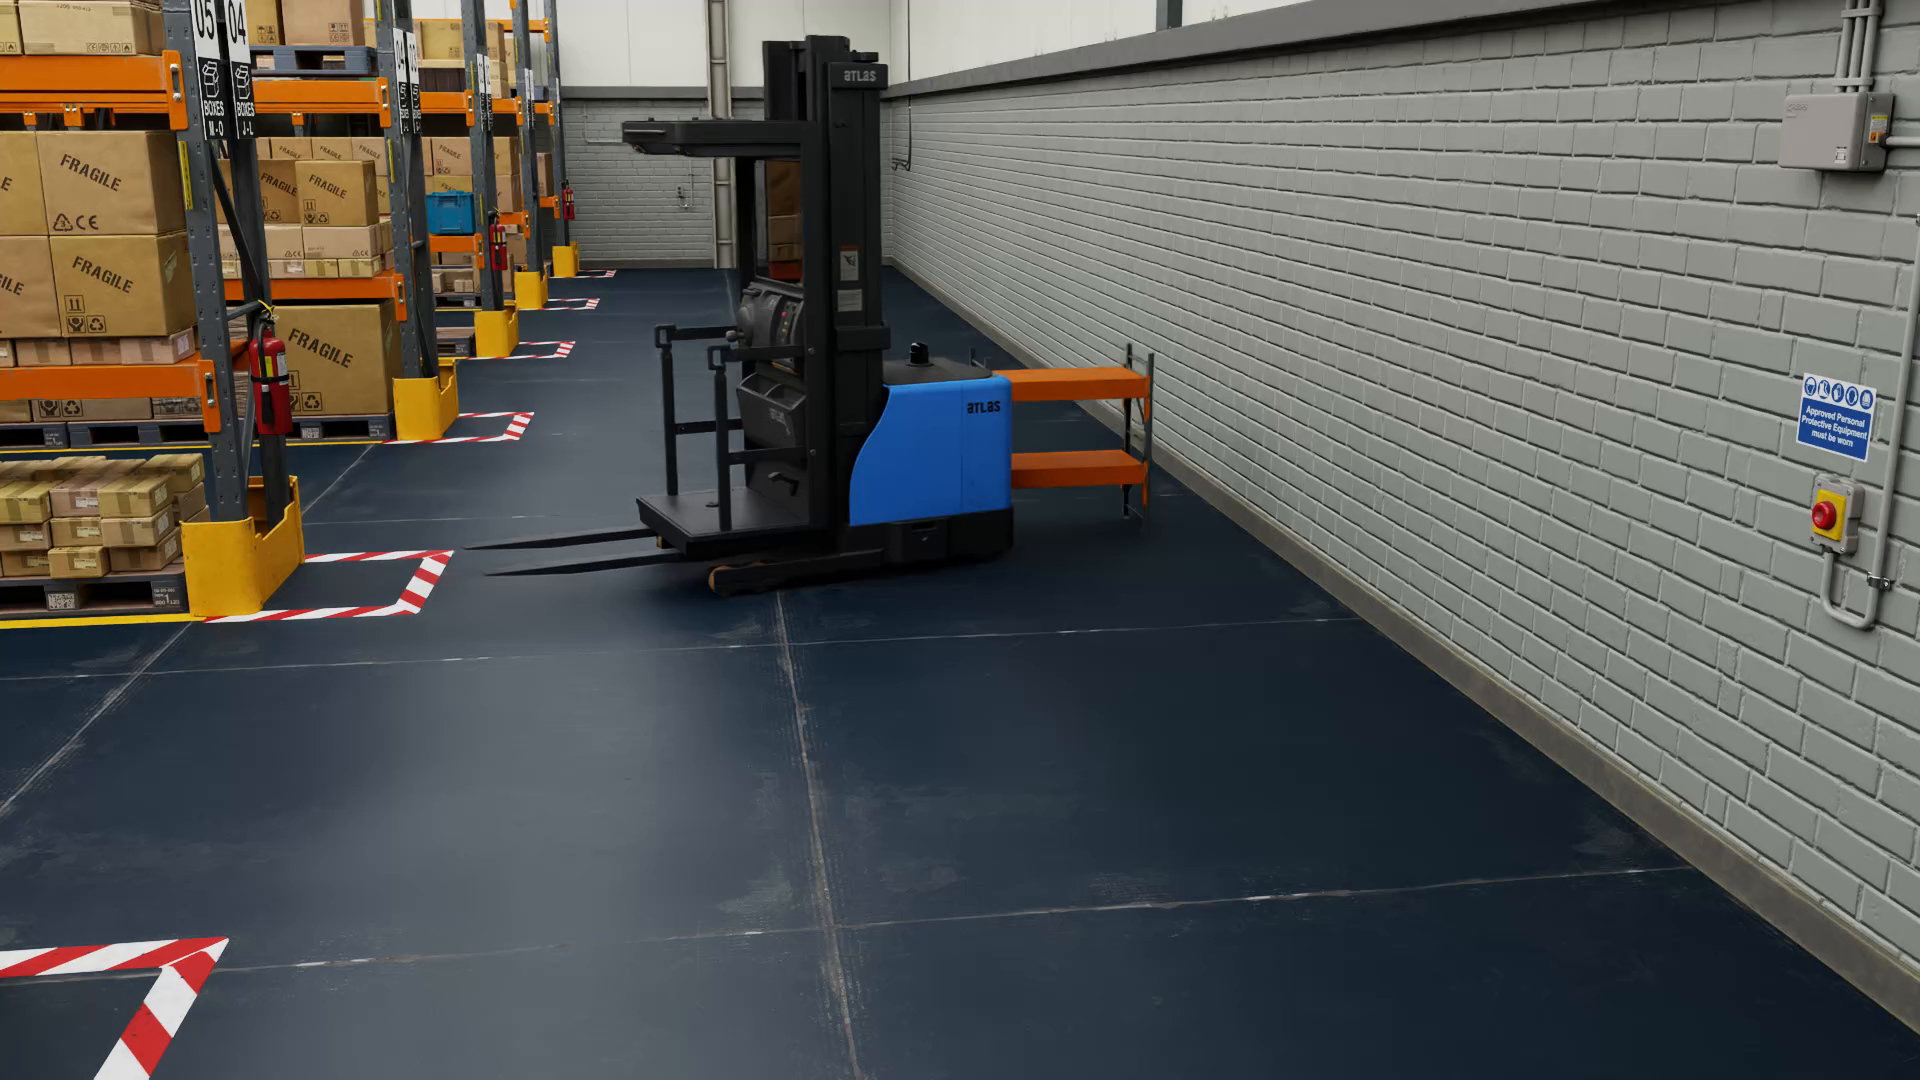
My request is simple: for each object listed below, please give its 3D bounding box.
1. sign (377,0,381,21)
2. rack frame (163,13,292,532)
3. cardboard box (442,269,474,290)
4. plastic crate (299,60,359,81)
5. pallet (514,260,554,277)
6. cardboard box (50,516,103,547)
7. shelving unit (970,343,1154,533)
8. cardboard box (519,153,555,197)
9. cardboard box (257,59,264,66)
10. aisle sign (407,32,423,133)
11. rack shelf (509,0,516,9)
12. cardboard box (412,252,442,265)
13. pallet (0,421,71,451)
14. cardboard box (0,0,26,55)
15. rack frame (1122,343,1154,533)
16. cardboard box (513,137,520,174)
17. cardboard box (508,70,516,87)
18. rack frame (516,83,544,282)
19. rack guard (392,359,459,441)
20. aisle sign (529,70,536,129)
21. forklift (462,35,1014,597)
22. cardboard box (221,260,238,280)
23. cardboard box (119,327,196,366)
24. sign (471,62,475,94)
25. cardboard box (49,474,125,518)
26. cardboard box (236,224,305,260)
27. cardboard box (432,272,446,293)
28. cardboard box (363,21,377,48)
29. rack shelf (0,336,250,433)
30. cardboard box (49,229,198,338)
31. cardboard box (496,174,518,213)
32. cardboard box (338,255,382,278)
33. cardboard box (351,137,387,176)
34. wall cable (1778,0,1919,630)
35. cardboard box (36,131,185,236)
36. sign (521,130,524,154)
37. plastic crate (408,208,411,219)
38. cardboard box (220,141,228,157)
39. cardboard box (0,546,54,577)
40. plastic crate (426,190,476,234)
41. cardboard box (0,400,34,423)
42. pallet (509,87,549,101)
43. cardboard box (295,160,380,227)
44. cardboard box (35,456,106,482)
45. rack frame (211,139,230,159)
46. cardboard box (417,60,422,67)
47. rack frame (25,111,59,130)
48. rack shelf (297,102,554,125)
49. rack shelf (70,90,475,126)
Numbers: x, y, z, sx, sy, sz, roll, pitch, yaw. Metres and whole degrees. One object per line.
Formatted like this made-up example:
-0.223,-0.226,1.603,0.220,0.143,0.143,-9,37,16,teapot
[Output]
-4.419,-4.113,12.633,0.005,0.325,0.100,-2,14,-8,sign
-3.847,-1.201,8.846,0.127,3.000,1.000,-2,14,-8,rack frame
-7.033,-3.691,23.522,0.500,0.250,0.500,-2,14,-8,cardboard box
-6.776,-5.025,18.054,0.767,0.338,0.504,-2,14,-8,plastic crate
-7.479,-4.572,28.020,1.213,0.211,1.003,-2,14,-8,pallet
-4.593,-0.082,8.770,0.250,0.149,0.380,-2,14,-10,cardboard box
0.621,-0.625,10.401,1.048,1.125,0.538,-3,14,-11,shelving unit
-7.203,-6.097,27.751,0.700,0.700,0.980,-1,14,-6,cardboard box
-9.396,-6.219,21.967,0.500,0.250,0.500,-2,14,-8,cardboard box
-4.460,-3.734,13.600,0.004,0.787,0.394,-2,14,-8,aisle sign
-7.936,-7.268,22.189,4.000,0.370,1.077,-2,14,-8,rack shelf
-8.895,-4.857,27.697,0.500,0.500,0.700,-2,14,-7,cardboard box
-7.678,-0.909,13.414,1.213,0.211,1.003,-2,14,-8,pallet
-4.761,-2.483,8.100,0.500,0.250,0.500,-2,14,-8,cardboard box
1.120,-0.648,10.494,0.032,1.125,0.500,-3,14,-11,rack frame
-6.436,-5.362,23.175,0.500,0.500,0.500,-2,14,-7,cardboard box
-7.384,-7.517,27.101,0.500,0.250,0.500,-2,14,-7,cardboard box
-5.958,-4.781,23.120,0.127,3.000,1.000,-2,14,-8,rack frame
-4.462,-1.187,13.926,0.348,0.500,1.175,-2,14,-8,rack guard
-5.934,-6.115,23.096,0.004,0.787,0.394,-2,14,-8,aisle sign
-1.241,-1.261,9.225,3.031,2.935,1.130,-7,16,-25,forklift
-5.799,-2.147,13.132,0.250,0.149,0.380,-2,14,-10,cardboard box
-4.127,-1.000,8.559,0.250,0.149,0.380,-2,14,-8,cardboard box
-5.126,-4.862,17.491,0.005,0.325,0.100,-2,14,-8,sign
-4.590,-0.236,8.769,0.250,0.149,0.380,-2,14,-7,cardboard box
-5.427,-2.370,13.203,0.500,0.250,0.500,-2,14,-9,cardboard box
-7.403,-3.555,22.978,0.500,0.250,0.500,-2,14,-8,cardboard box
-7.958,-6.710,22.383,0.500,0.500,0.700,-2,14,-8,cardboard box
-5.825,-0.780,8.645,4.000,0.370,1.077,-2,14,-8,rack shelf
-4.253,-1.316,8.486,0.500,0.500,0.500,-2,14,-7,cardboard box
-6.361,-4.748,22.782,0.500,0.500,0.500,-2,14,-7,cardboard box
-4.789,-2.184,13.281,0.250,0.149,0.380,-2,14,-7,cardboard box
-7.877,-5.175,22.431,0.500,0.500,0.500,-2,14,-7,cardboard box
2.563,-0.732,4.823,0.123,1.953,0.585,-2,14,-8,wall cable
-4.263,-1.803,8.372,0.500,0.500,0.500,-2,14,-9,cardboard box
-5.895,-5.362,22.406,0.005,0.325,0.100,-2,14,-8,sign
-6.168,-3.584,18.567,0.300,0.233,0.416,-2,14,-8,plastic crate
-11.586,-6.299,26.773,0.500,0.250,0.500,-2,14,-7,cardboard box
-4.850,0.069,8.776,0.250,0.149,0.380,-2,14,-9,cardboard box
-5.527,-3.579,18.130,0.499,0.435,0.616,-2,14,-8,plastic crate
-7.777,-1.431,13.266,0.875,0.875,0.875,-2,14,-8,cardboard box
-7.432,-7.355,27.400,1.213,0.211,1.003,-2,14,-8,pallet
-4.929,-2.753,13.187,0.500,0.500,0.500,-2,14,-8,cardboard box
-4.939,-0.356,9.251,0.250,0.149,0.380,-2,14,-8,cardboard box
-9.914,-4.636,22.542,0.127,3.000,1.000,-2,14,-8,rack frame
-7.418,-6.291,22.253,0.500,0.250,0.500,-2,14,-8,cardboard box
-14.611,-5.683,26.715,0.127,3.000,1.000,-2,14,-8,rack frame
-8.678,-7.006,27.305,4.000,0.370,1.077,-2,14,-8,rack shelf
-7.202,-4.623,17.802,4.000,0.370,1.077,-2,14,-8,rack shelf
